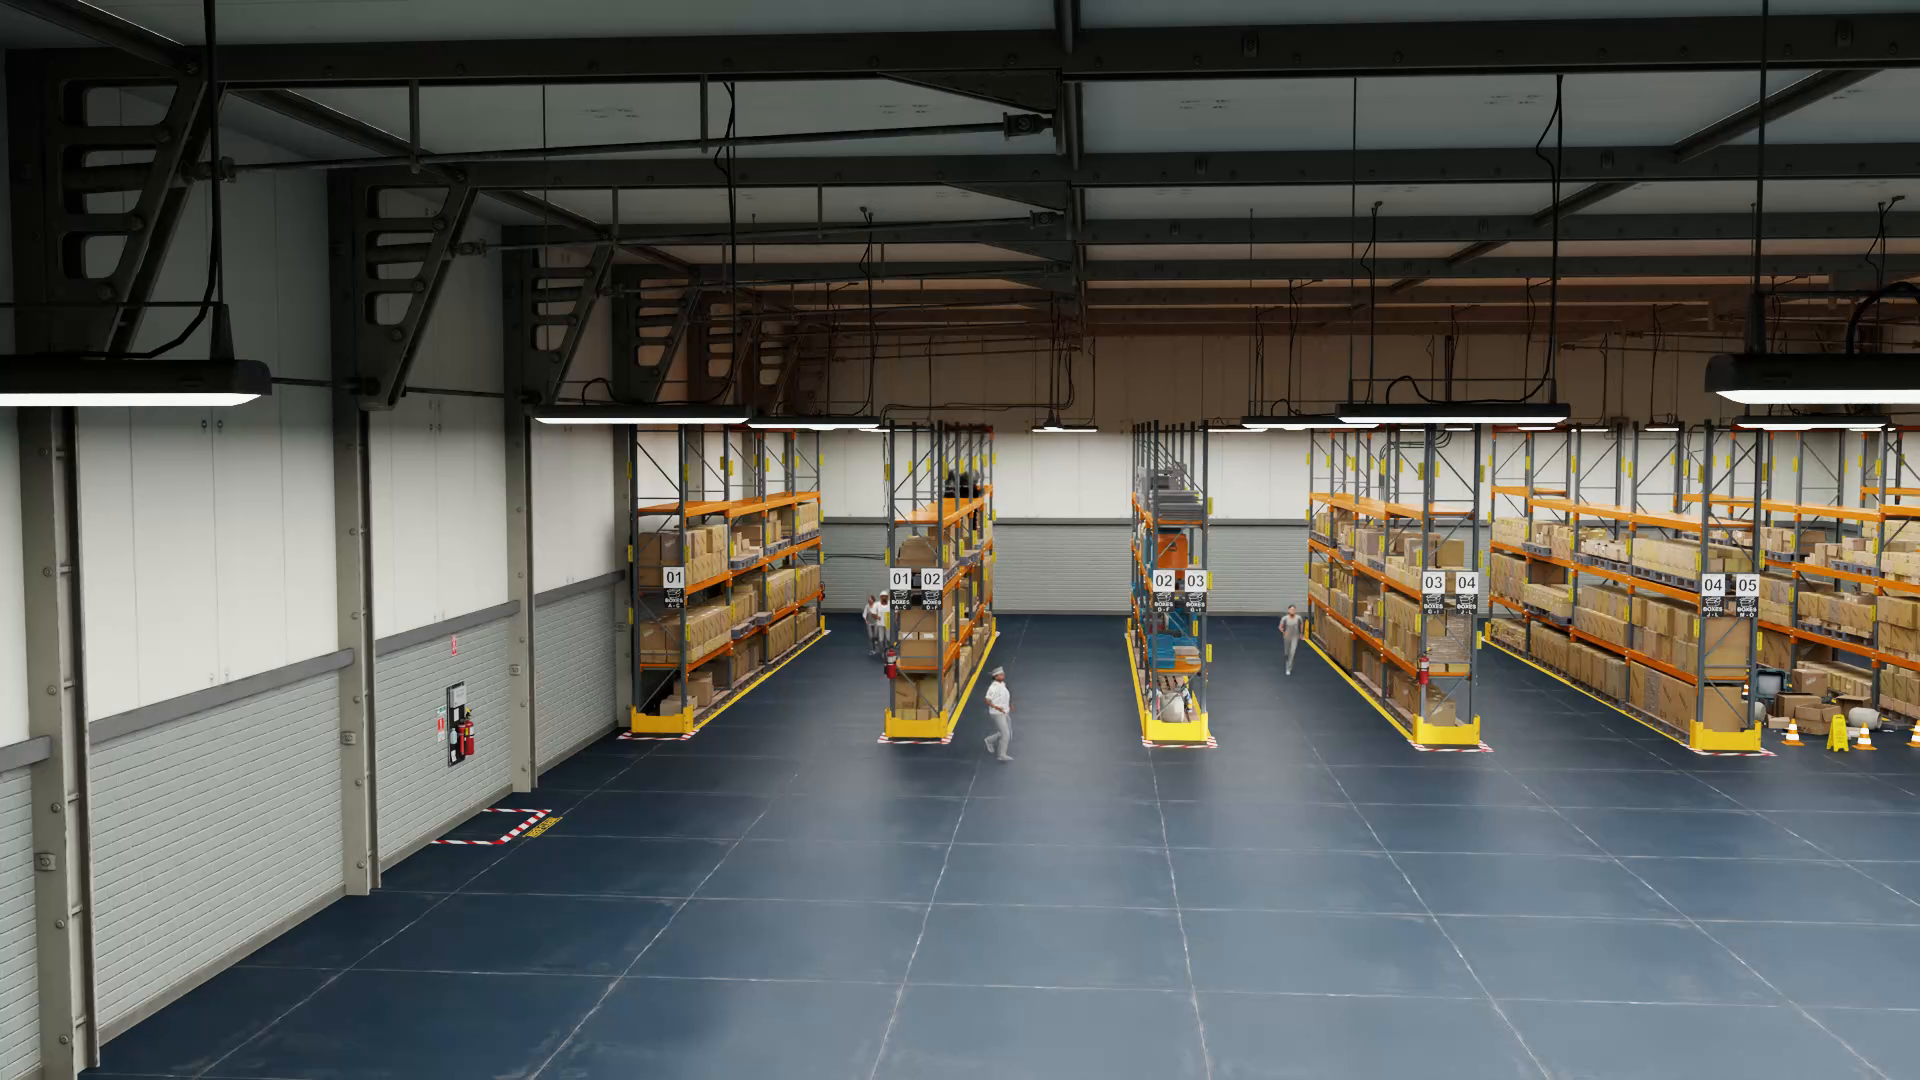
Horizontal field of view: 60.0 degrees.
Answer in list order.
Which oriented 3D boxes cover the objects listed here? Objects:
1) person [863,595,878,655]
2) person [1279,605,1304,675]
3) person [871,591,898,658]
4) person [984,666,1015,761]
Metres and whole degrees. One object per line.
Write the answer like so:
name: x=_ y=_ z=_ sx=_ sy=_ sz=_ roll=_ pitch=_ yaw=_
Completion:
person: x=-2.258 y=2.216 z=43.280 sx=0.560 sy=1.558 sz=0.605 roll=1 pitch=4 yaw=9
person: x=7.970 y=2.377 z=39.998 sx=0.588 sy=1.659 sz=0.895 roll=1 pitch=4 yaw=9
person: x=-1.921 y=2.162 z=42.428 sx=0.685 sy=1.725 sz=0.623 roll=0 pitch=4 yaw=0
person: x=0.655 y=3.042 z=29.270 sx=0.612 sy=1.651 sz=0.576 roll=2 pitch=4 yaw=31
